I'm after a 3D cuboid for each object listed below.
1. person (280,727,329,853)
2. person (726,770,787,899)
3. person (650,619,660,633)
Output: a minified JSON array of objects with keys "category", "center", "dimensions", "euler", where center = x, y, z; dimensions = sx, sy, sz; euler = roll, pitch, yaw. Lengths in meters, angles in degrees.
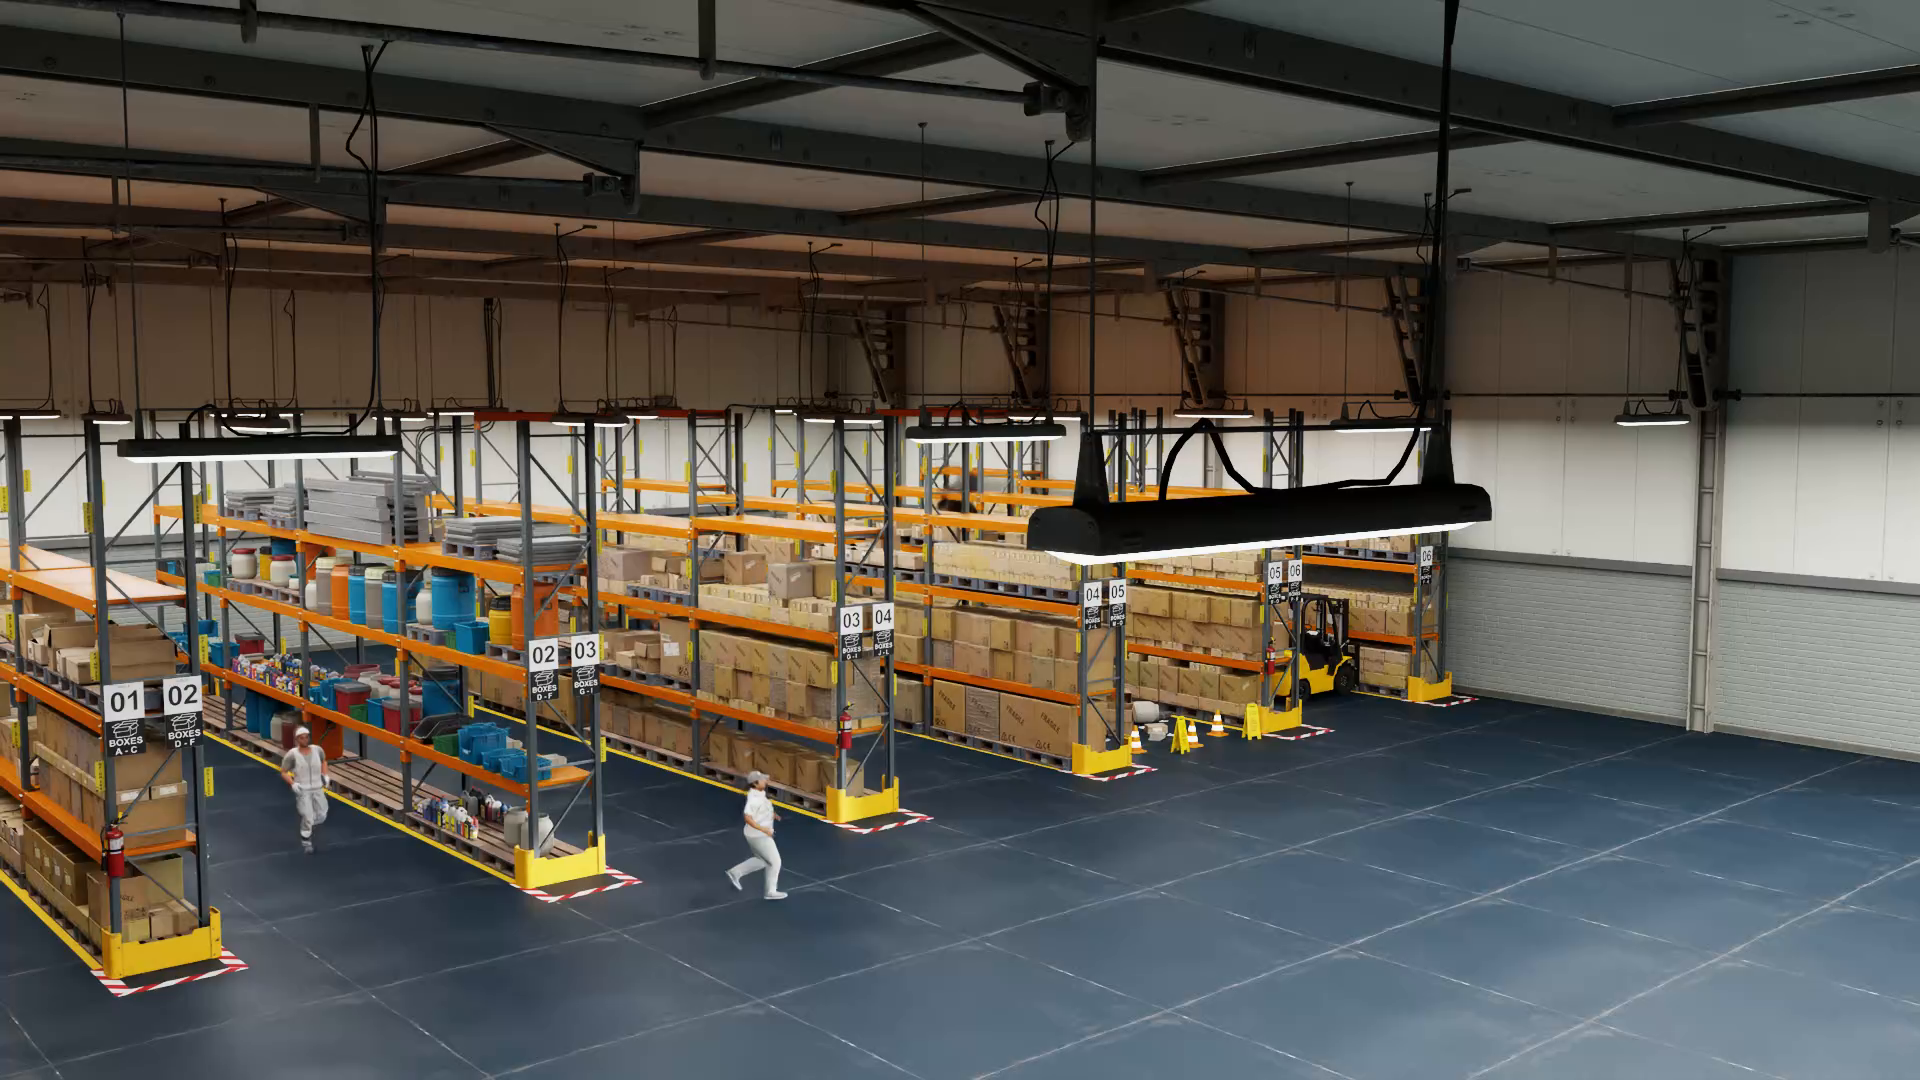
[{"category":"person","center":[-9.014,3.448,22.972],"dimensions":[0.661,1.745,0.548],"euler":[-5,7,-42]},{"category":"person","center":[-2.552,3.691,20.812],"dimensions":[0.758,1.627,0.617],"euler":[-1,5,-9]},{"category":"person","center":[-6.410,2.465,34.931],"dimensions":[0.667,1.597,0.505],"euler":[4,6,39]}]
